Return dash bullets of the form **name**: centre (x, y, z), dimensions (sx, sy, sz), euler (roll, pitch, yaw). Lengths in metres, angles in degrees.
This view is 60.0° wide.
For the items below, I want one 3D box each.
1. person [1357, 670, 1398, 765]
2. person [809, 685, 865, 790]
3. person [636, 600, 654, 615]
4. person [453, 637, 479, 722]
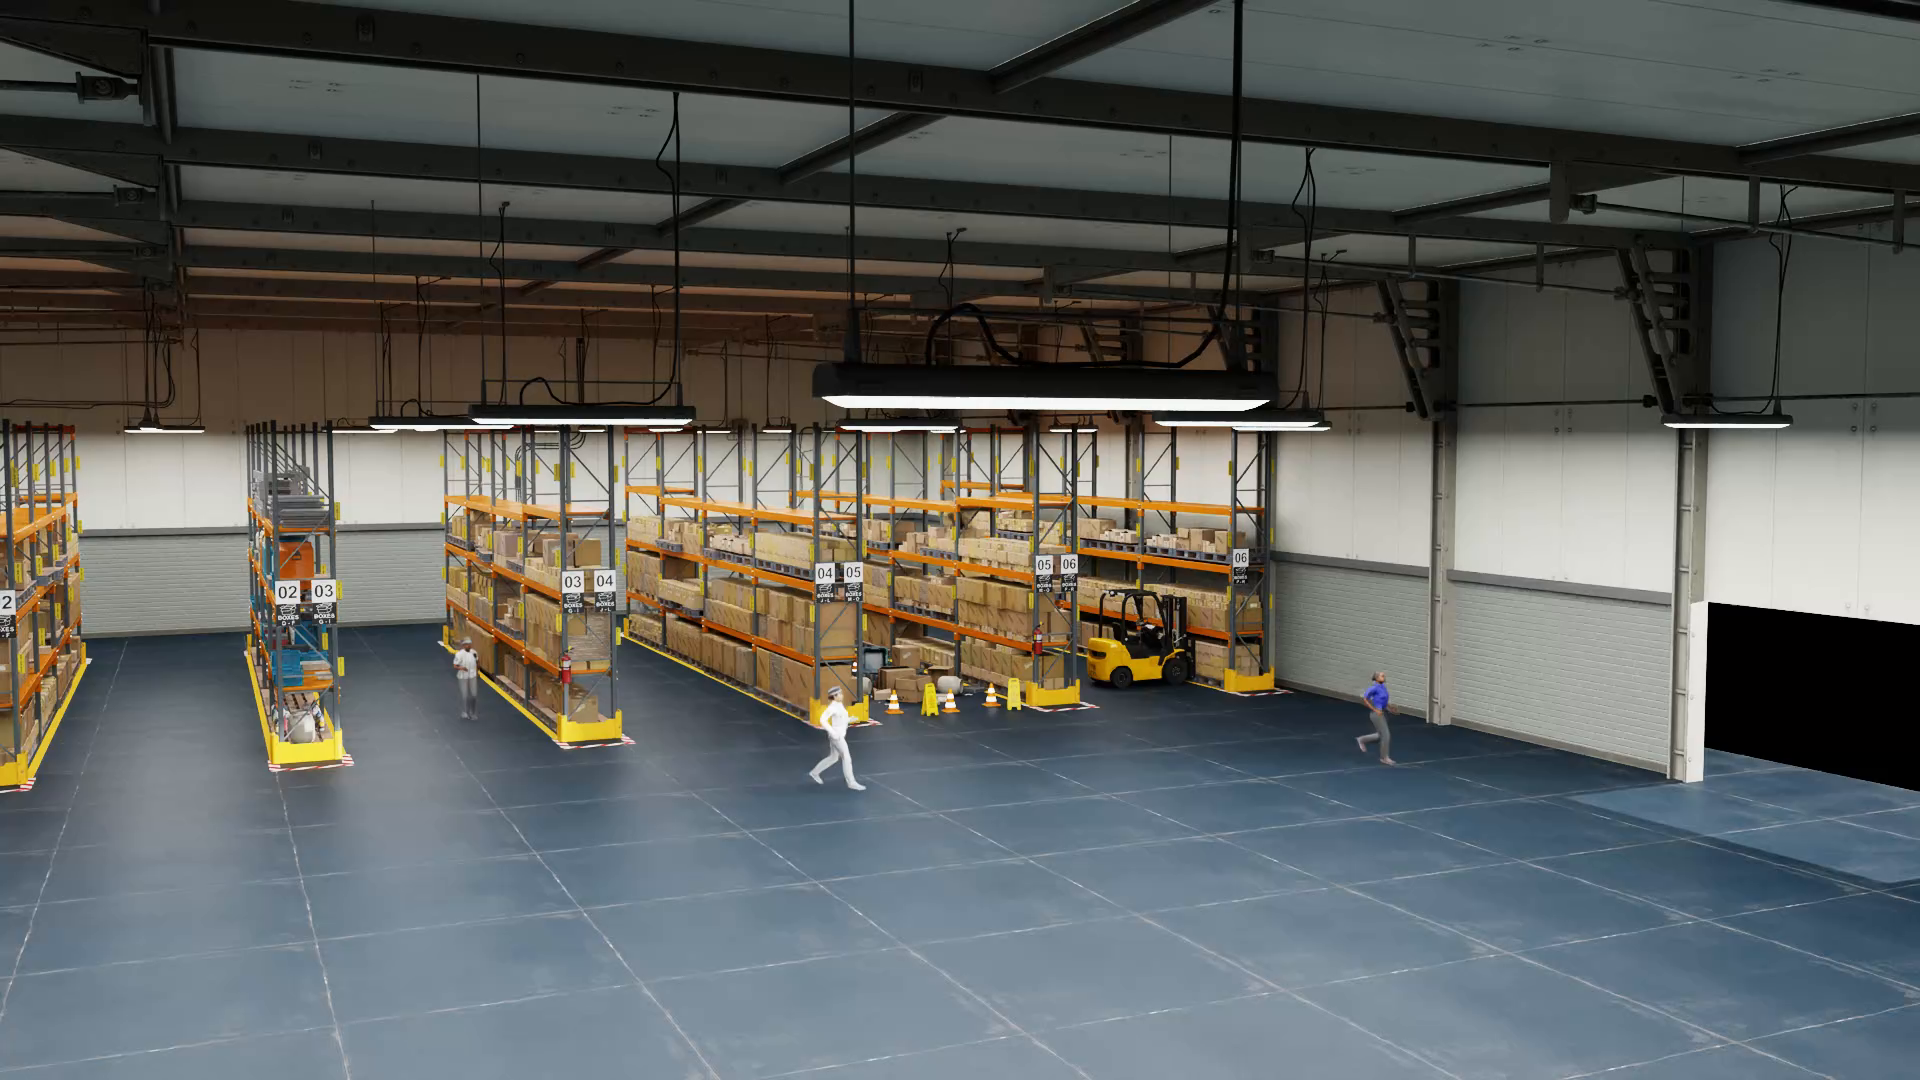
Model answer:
- **person**: centre (7.303, 3.099, 29.185), dimensions (0.760, 1.643, 0.577), euler (3, 4, 36)
- **person**: centre (-1.981, 3.176, 26.828), dimensions (0.921, 1.682, 0.611), euler (0, 4, 4)
- **person**: centre (-9.282, 1.803, 49.160), dimensions (0.816, 1.713, 0.694), euler (1, 4, 9)
- **person**: centre (-9.904, 2.806, 33.426), dimensions (0.566, 1.746, 0.727), euler (-2, 4, -29)
